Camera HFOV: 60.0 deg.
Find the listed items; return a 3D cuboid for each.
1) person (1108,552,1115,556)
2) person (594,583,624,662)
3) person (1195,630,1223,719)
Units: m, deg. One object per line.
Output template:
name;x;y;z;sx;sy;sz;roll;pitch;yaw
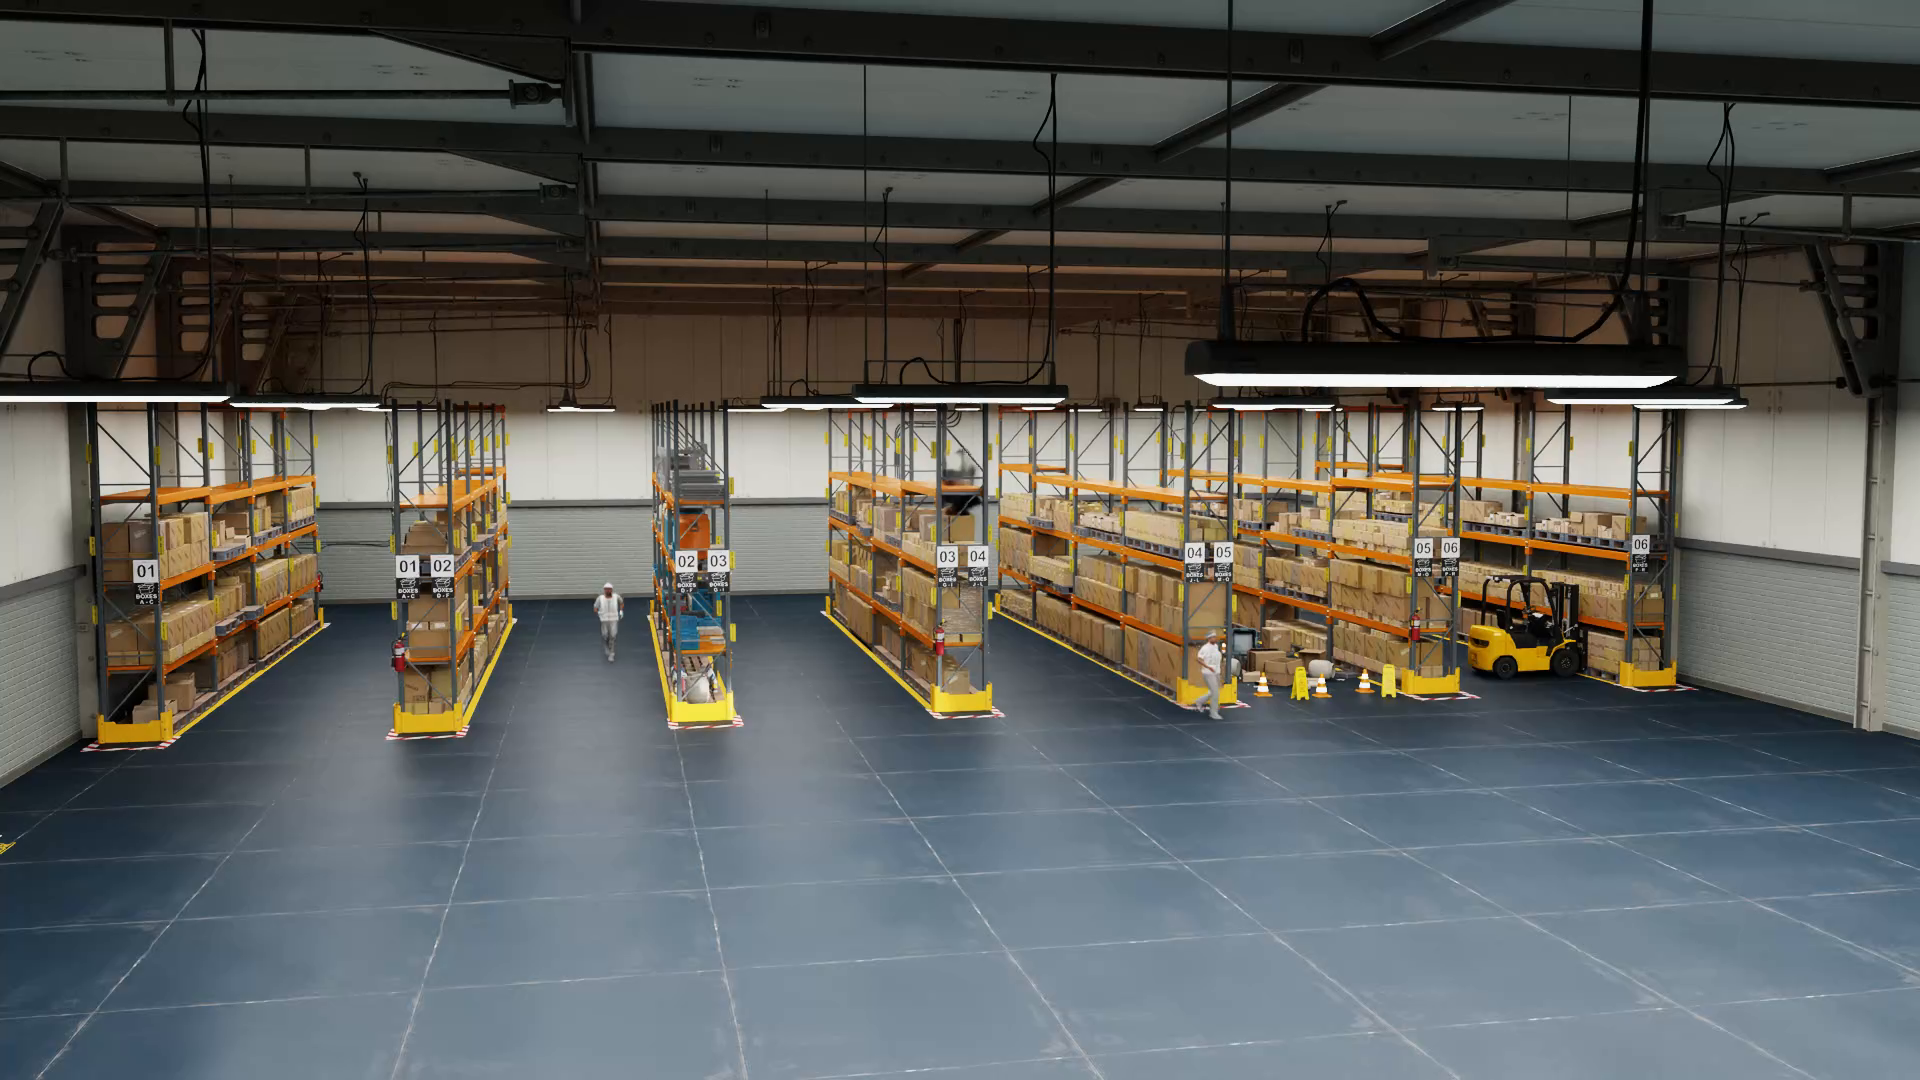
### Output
person;4.661;1.107;50.716;0.782;1.542;0.557;0;4;-5
person;-8.204;1.899;38.866;0.692;1.791;0.983;-1;4;-10
person;4.719;2.535;31.490;0.653;1.700;0.629;4;6;44
